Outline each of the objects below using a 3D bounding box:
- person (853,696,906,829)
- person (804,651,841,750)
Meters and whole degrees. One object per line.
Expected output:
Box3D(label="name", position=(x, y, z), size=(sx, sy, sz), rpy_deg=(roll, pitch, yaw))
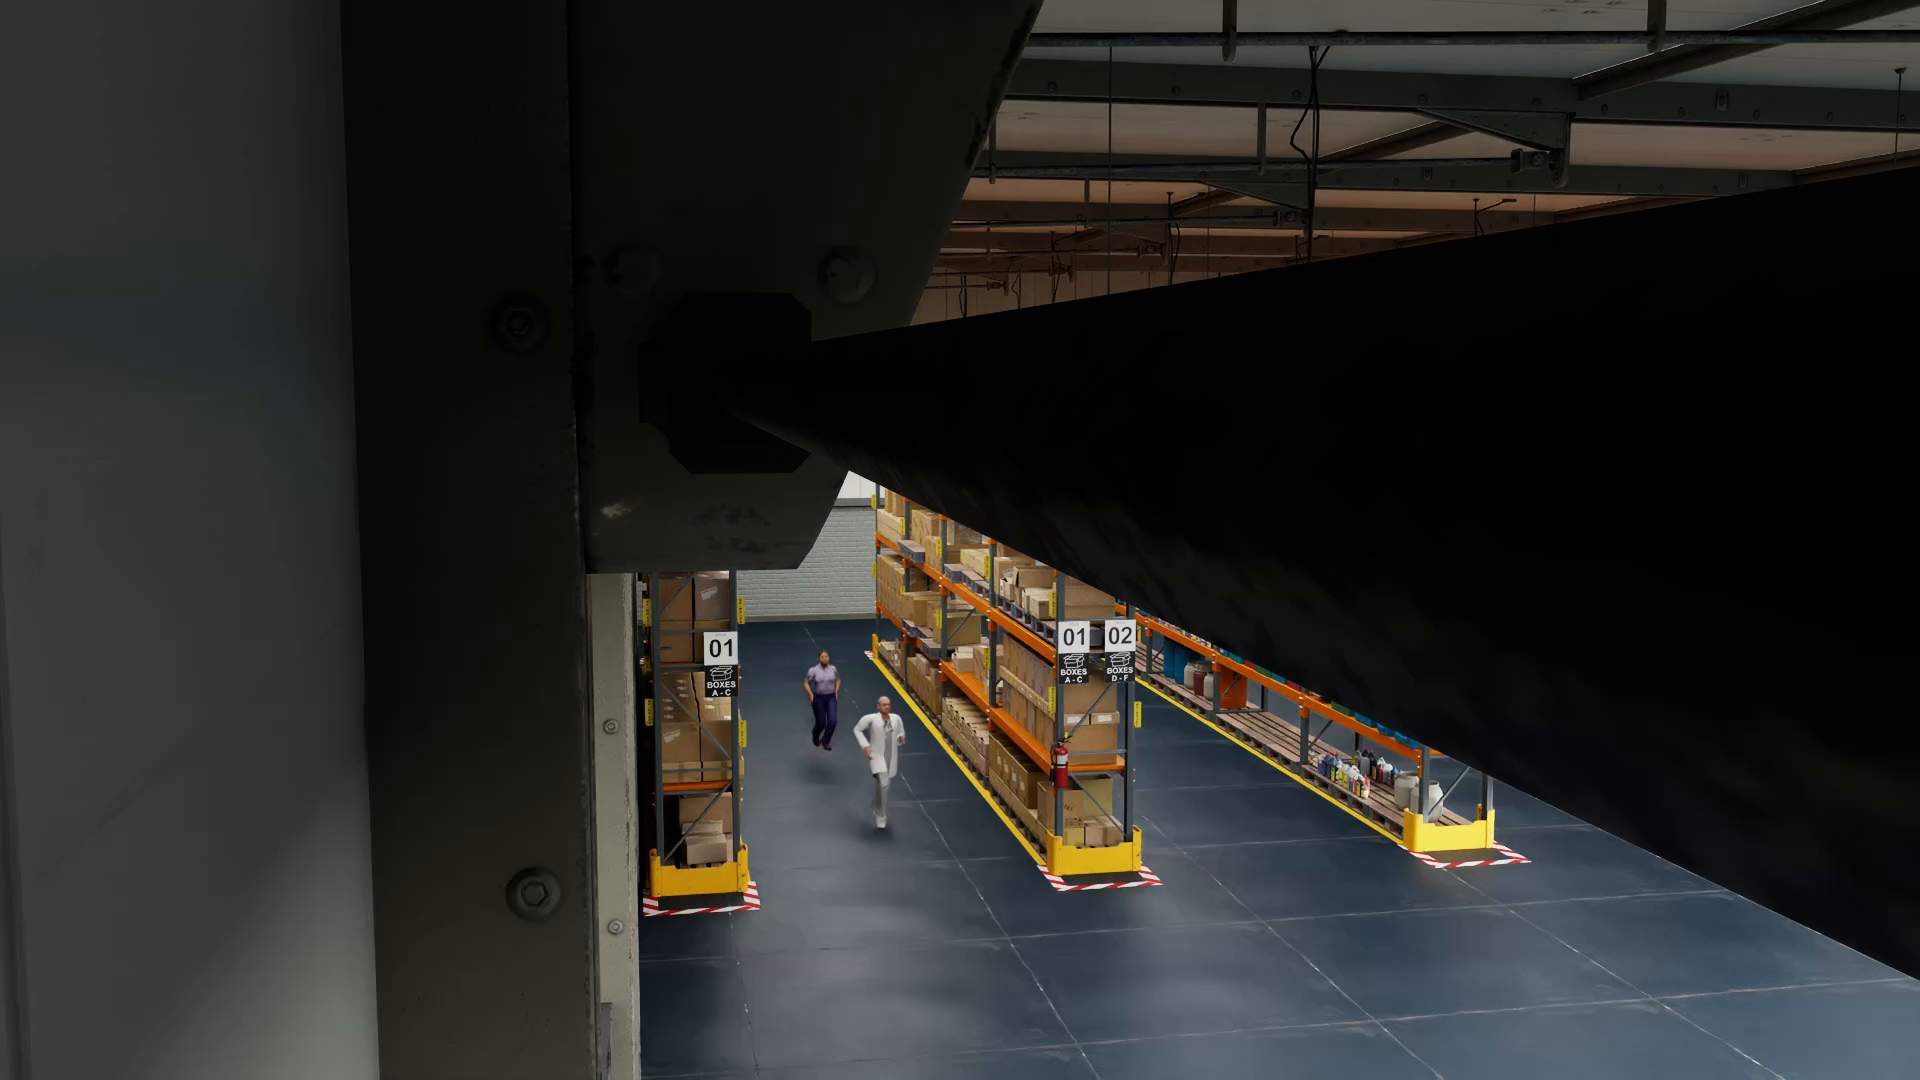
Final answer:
Box3D(label="person", position=(-1.068, 3.086, 23.155), size=(0.681, 1.837, 0.829), rpy_deg=(-4, 7, -31))
Box3D(label="person", position=(-2.170, 2.560, 26.579), size=(0.614, 1.556, 0.557), rpy_deg=(-2, 6, -21))
